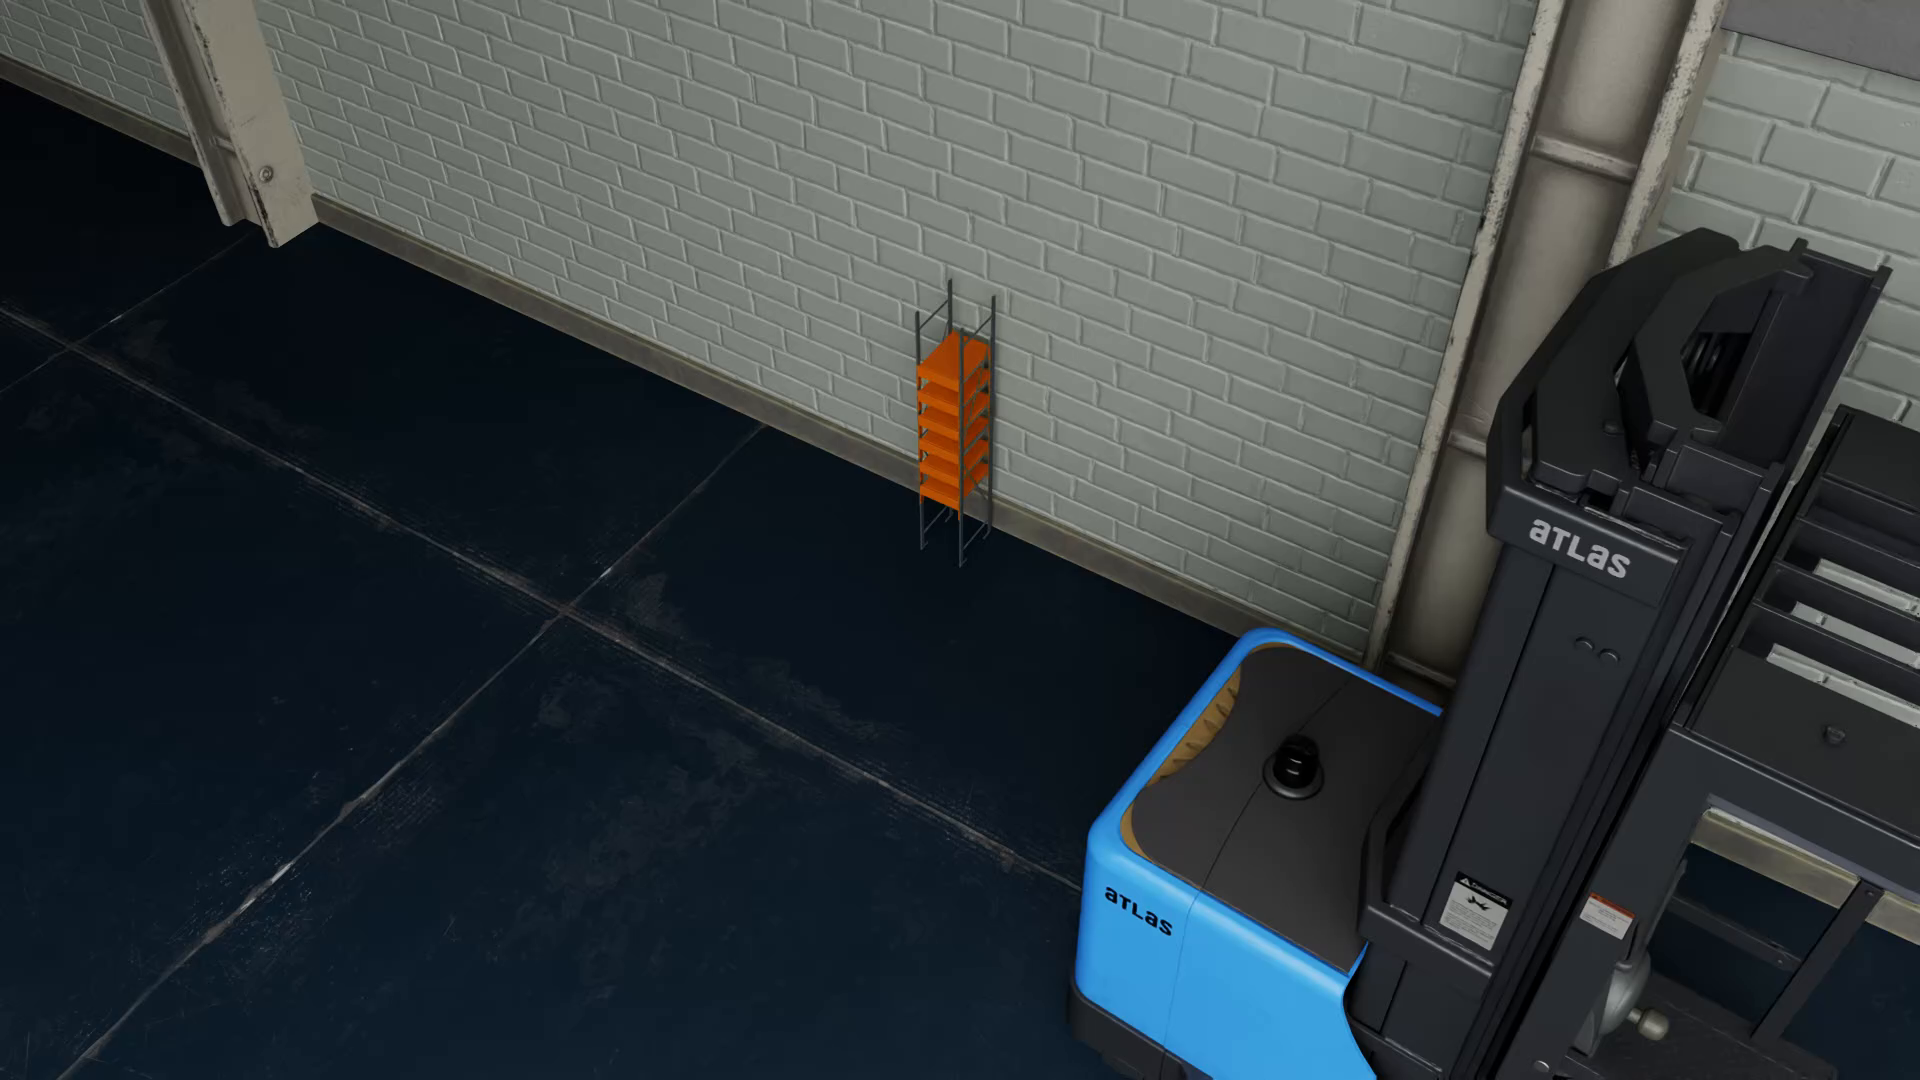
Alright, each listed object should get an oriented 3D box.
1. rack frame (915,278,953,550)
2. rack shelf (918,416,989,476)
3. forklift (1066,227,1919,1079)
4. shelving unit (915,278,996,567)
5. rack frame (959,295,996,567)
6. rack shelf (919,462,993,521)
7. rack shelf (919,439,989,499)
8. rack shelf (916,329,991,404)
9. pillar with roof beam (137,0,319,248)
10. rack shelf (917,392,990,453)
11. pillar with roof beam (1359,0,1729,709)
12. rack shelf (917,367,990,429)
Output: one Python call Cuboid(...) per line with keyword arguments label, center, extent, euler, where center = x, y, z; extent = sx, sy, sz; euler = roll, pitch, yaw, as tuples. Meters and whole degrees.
Cuboid(label="rack frame", center=(-0.093, -0.452, 6.352), extent=(0.006, 1.200, 0.240), euler=(24, 50, 21))
Cuboid(label="rack shelf", center=(-0.015, -0.386, 6.351), extent=(0.180, 0.103, 0.258), euler=(24, 50, 21))
Cuboid(label="forklift", center=(1.824, 0.863, 3.868), extent=(3.031, 2.935, 1.130), euler=(27, 52, 24))
Cuboid(label="shelving unit", center=(-0.015, -0.417, 6.319), extent=(0.189, 1.200, 0.258), euler=(24, 50, 21))
Cuboid(label="rack frame", center=(0.063, -0.383, 6.285), extent=(0.006, 1.200, 0.240), euler=(24, 50, 21))
Cuboid(label="rack shelf", center=(-0.015, -0.219, 6.523), extent=(0.180, 0.103, 0.258), euler=(24, 50, 21))
Cuboid(label="rack shelf", center=(-0.015, -0.303, 6.437), extent=(0.180, 0.103, 0.258), euler=(24, 50, 21))
Cuboid(label="rack shelf", center=(-0.015, -0.637, 6.093), extent=(0.180, 0.103, 0.258), euler=(24, 50, 21))
Cuboid(label="pillar with roof beam", center=(-5.754, -2.133, 2.548), extent=(0.400, 9.000, 9.100), euler=(25, 51, 22))
Cuboid(label="rack shelf", center=(-0.015, -0.470, 6.265), extent=(0.180, 0.103, 0.258), euler=(24, 50, 21))
Cuboid(label="pillar with roof beam", center=(-0.703, 0.190, 0.290), extent=(0.400, 9.000, 9.100), euler=(25, 51, 22))
Cuboid(label="rack shelf", center=(-0.015, -0.554, 6.179), extent=(0.180, 0.103, 0.258), euler=(24, 50, 21))
